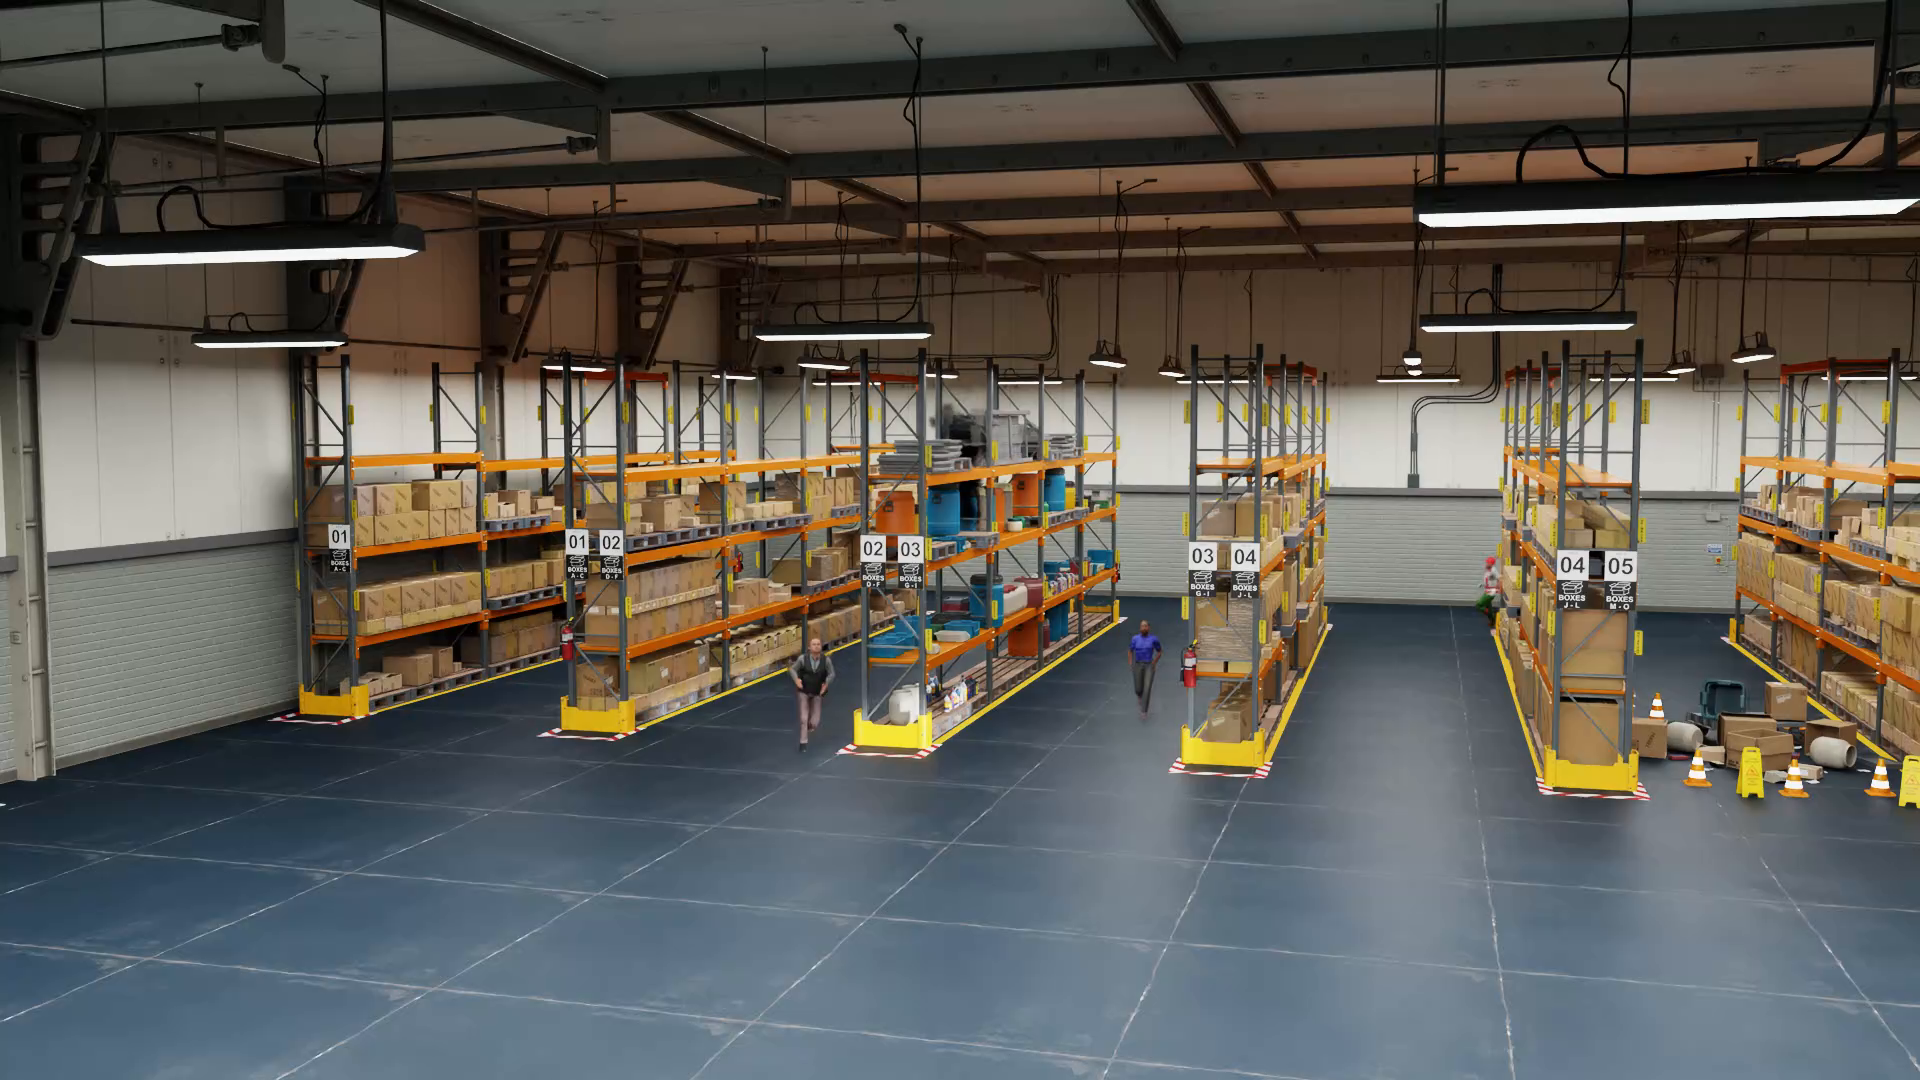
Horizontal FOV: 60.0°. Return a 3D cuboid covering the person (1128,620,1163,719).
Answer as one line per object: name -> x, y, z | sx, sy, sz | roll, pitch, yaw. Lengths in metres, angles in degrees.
person -> 3.079, 2.133, 27.683 | 0.581, 1.617, 0.592 | 1, 4, 11

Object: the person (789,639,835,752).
person -> -2.216, 2.308, 24.987 | 0.689, 1.672, 0.639 | -1, 4, -7

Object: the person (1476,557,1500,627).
person -> 12.447, 1.228, 39.147 | 0.574, 1.685, 0.772 | 1, 4, 12
